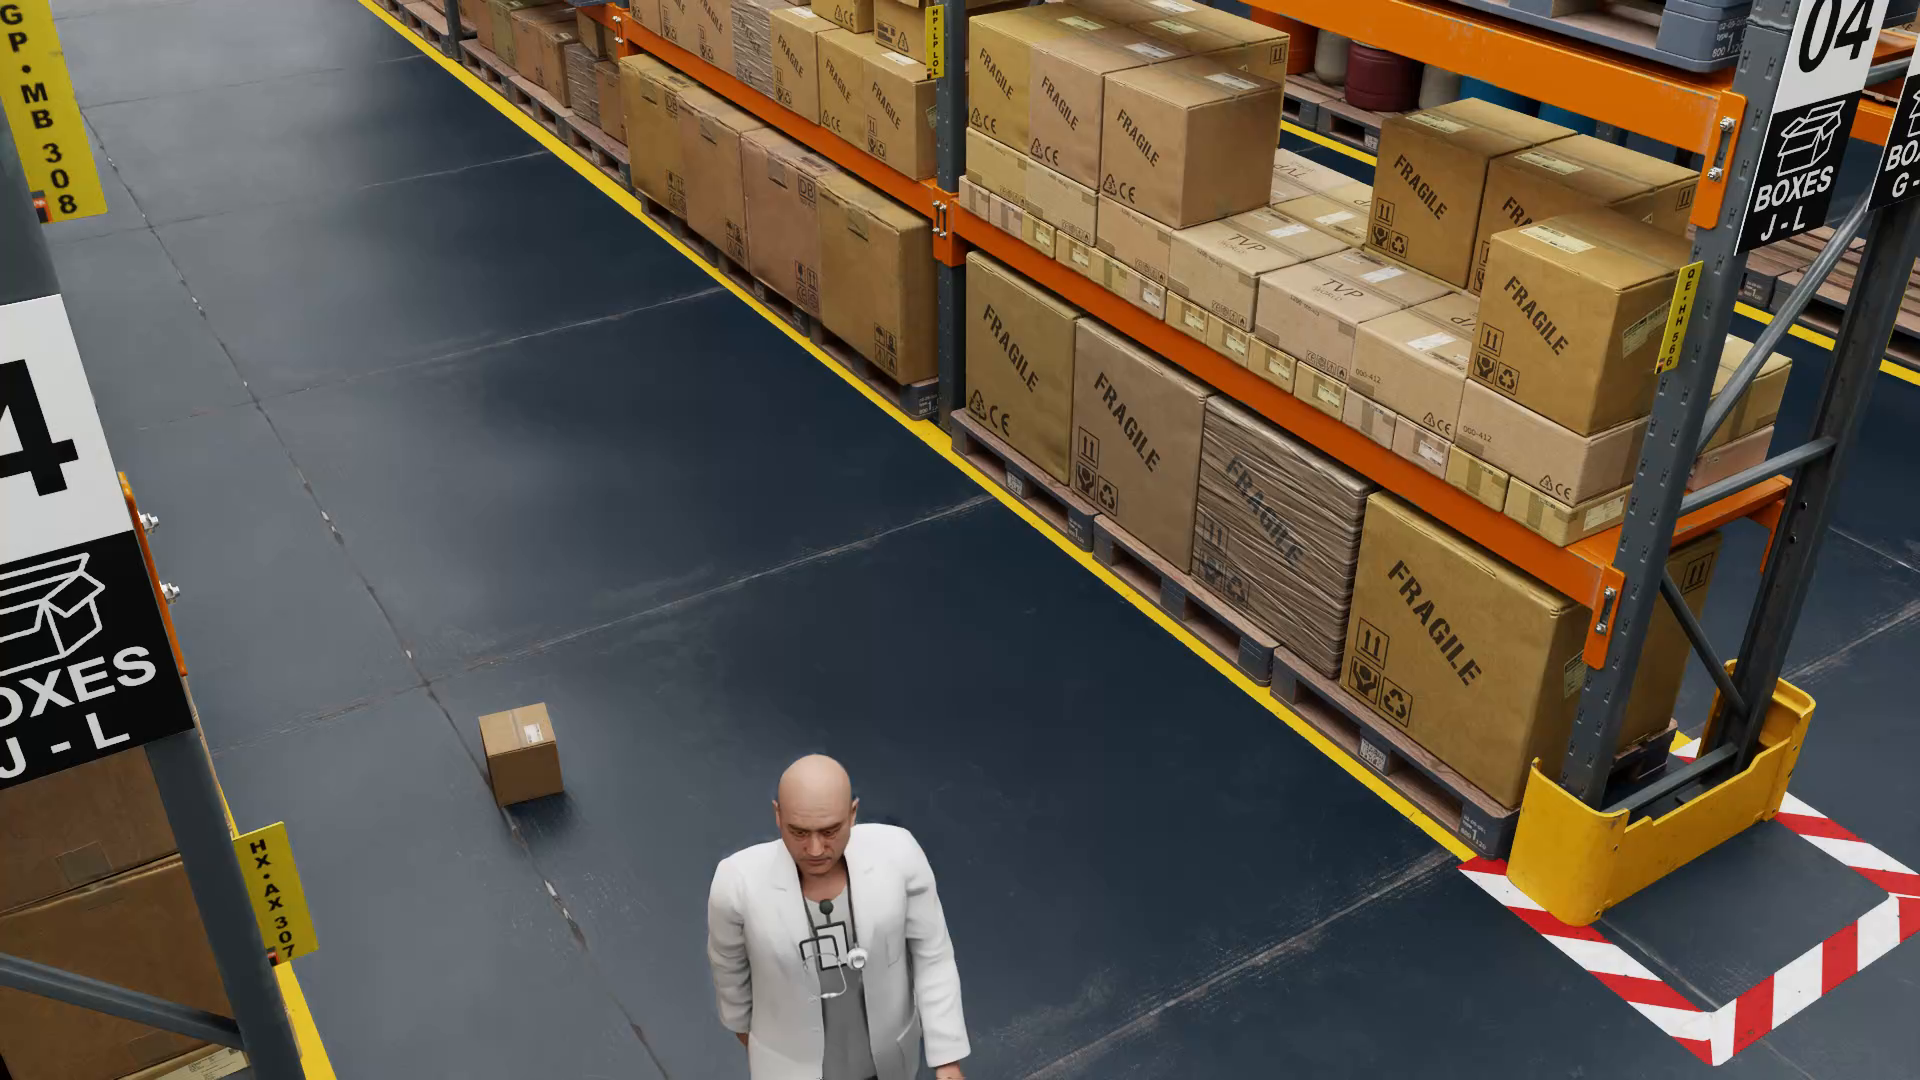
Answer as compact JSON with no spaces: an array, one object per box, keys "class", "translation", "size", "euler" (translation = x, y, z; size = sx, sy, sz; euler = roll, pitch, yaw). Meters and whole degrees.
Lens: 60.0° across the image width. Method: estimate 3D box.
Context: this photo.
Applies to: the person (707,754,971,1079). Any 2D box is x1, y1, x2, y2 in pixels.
[{"class":"person","translation":[-0.325,1.183,4.211],"size":[0.574,1.666,0.935],"euler":[-10,34,-16]}]
